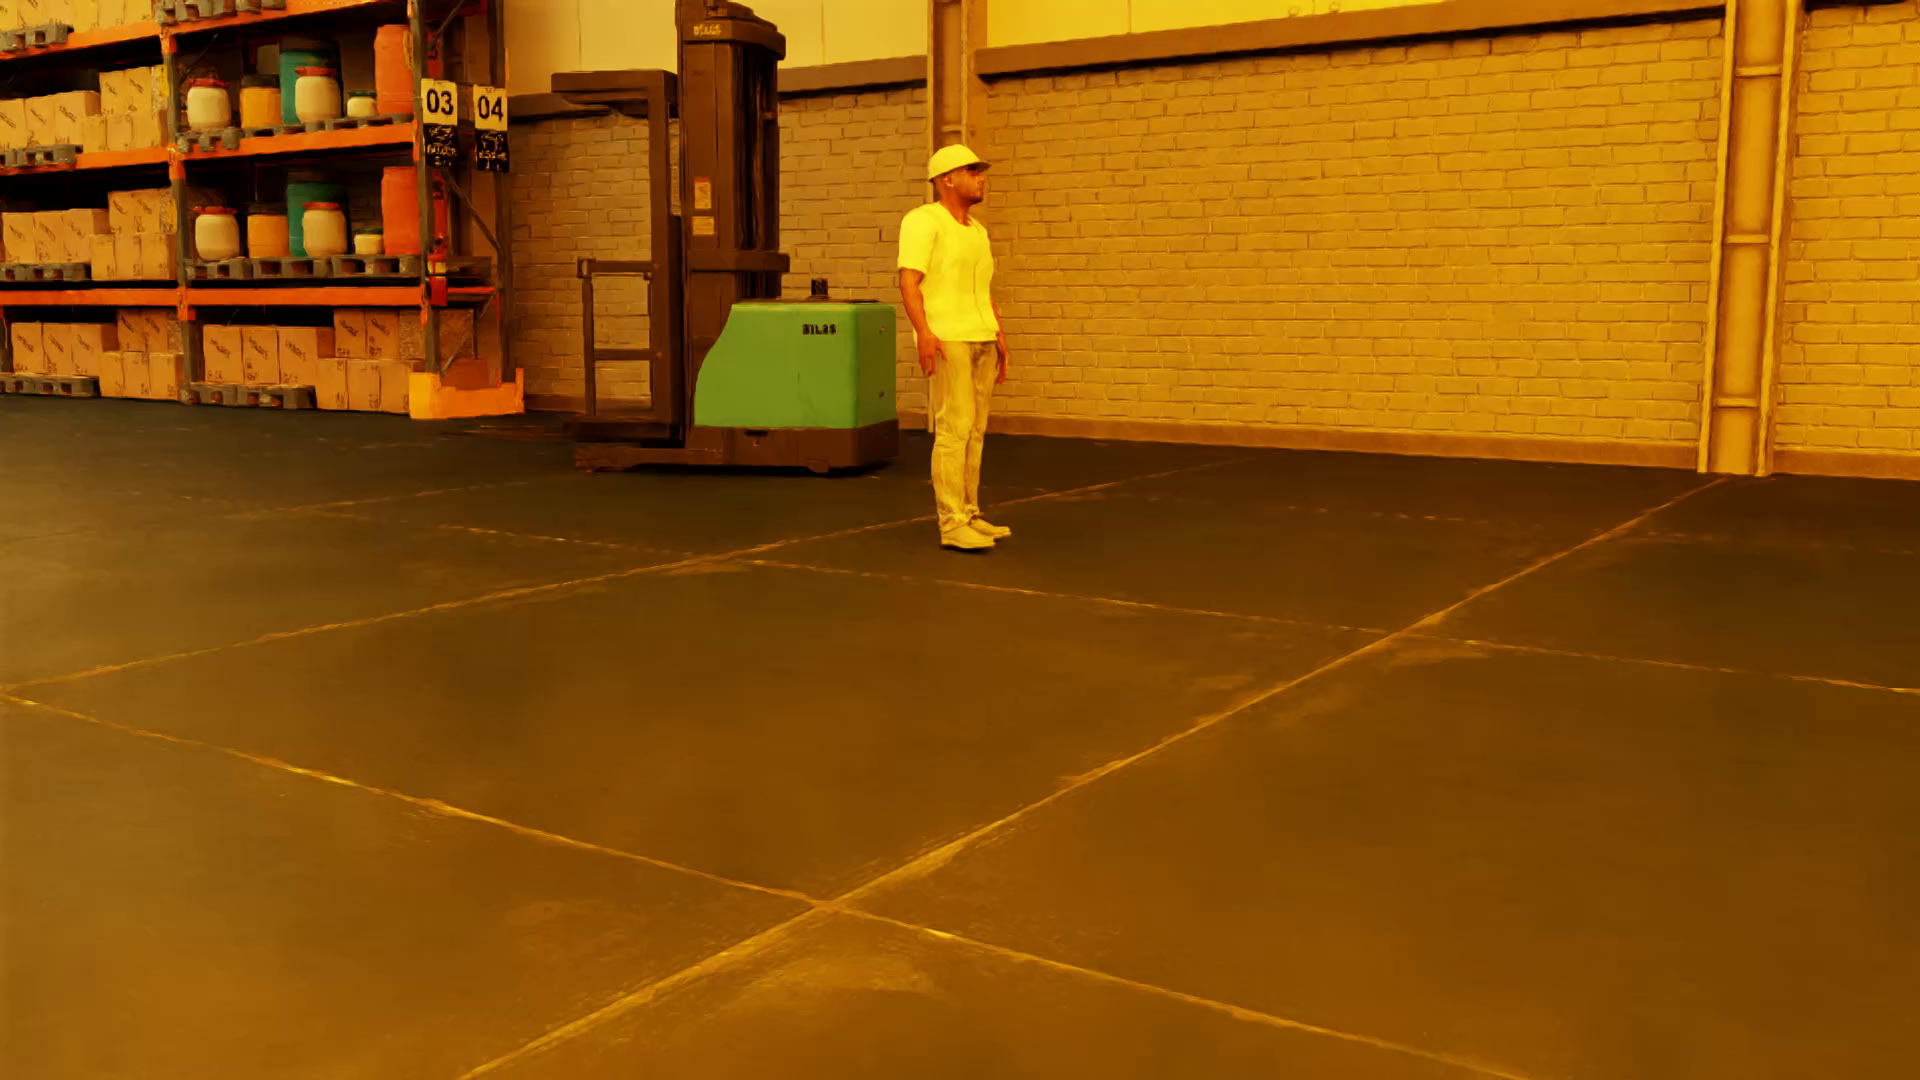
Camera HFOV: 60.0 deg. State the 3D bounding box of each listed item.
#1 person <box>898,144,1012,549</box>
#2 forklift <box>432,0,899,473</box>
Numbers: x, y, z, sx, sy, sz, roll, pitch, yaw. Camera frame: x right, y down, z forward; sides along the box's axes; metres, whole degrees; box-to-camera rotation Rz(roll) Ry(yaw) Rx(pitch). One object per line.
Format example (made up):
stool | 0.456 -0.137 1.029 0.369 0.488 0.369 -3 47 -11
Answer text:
person | 0.055 -0.875 7.435 0.576 1.766 0.665 5 10 34
forklift | -1.985 -1.950 10.906 3.031 2.935 1.130 2 8 14
